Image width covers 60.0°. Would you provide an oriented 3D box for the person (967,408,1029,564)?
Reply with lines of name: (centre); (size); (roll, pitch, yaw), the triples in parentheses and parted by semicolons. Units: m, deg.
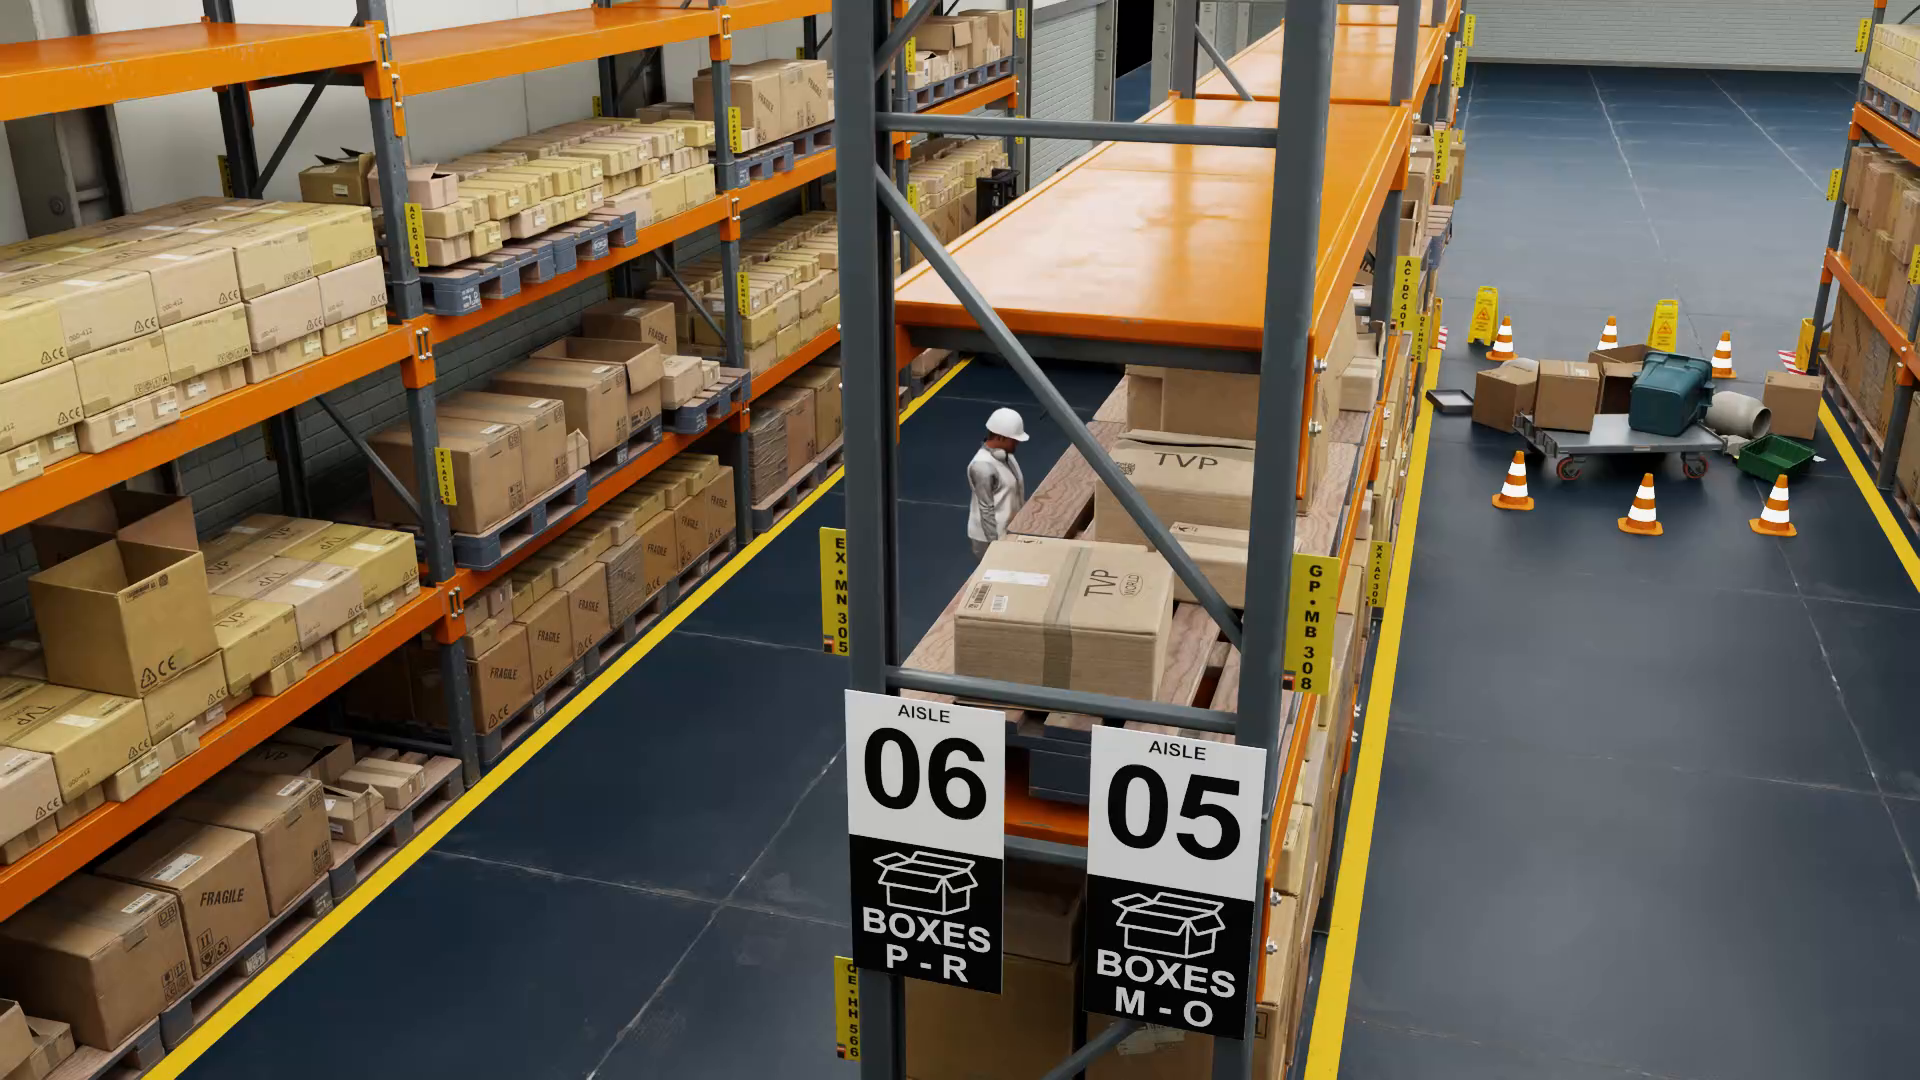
person: (0.264, -0.045, 11.193); (0.378, 1.760, 0.538); (7, 23, 17)
